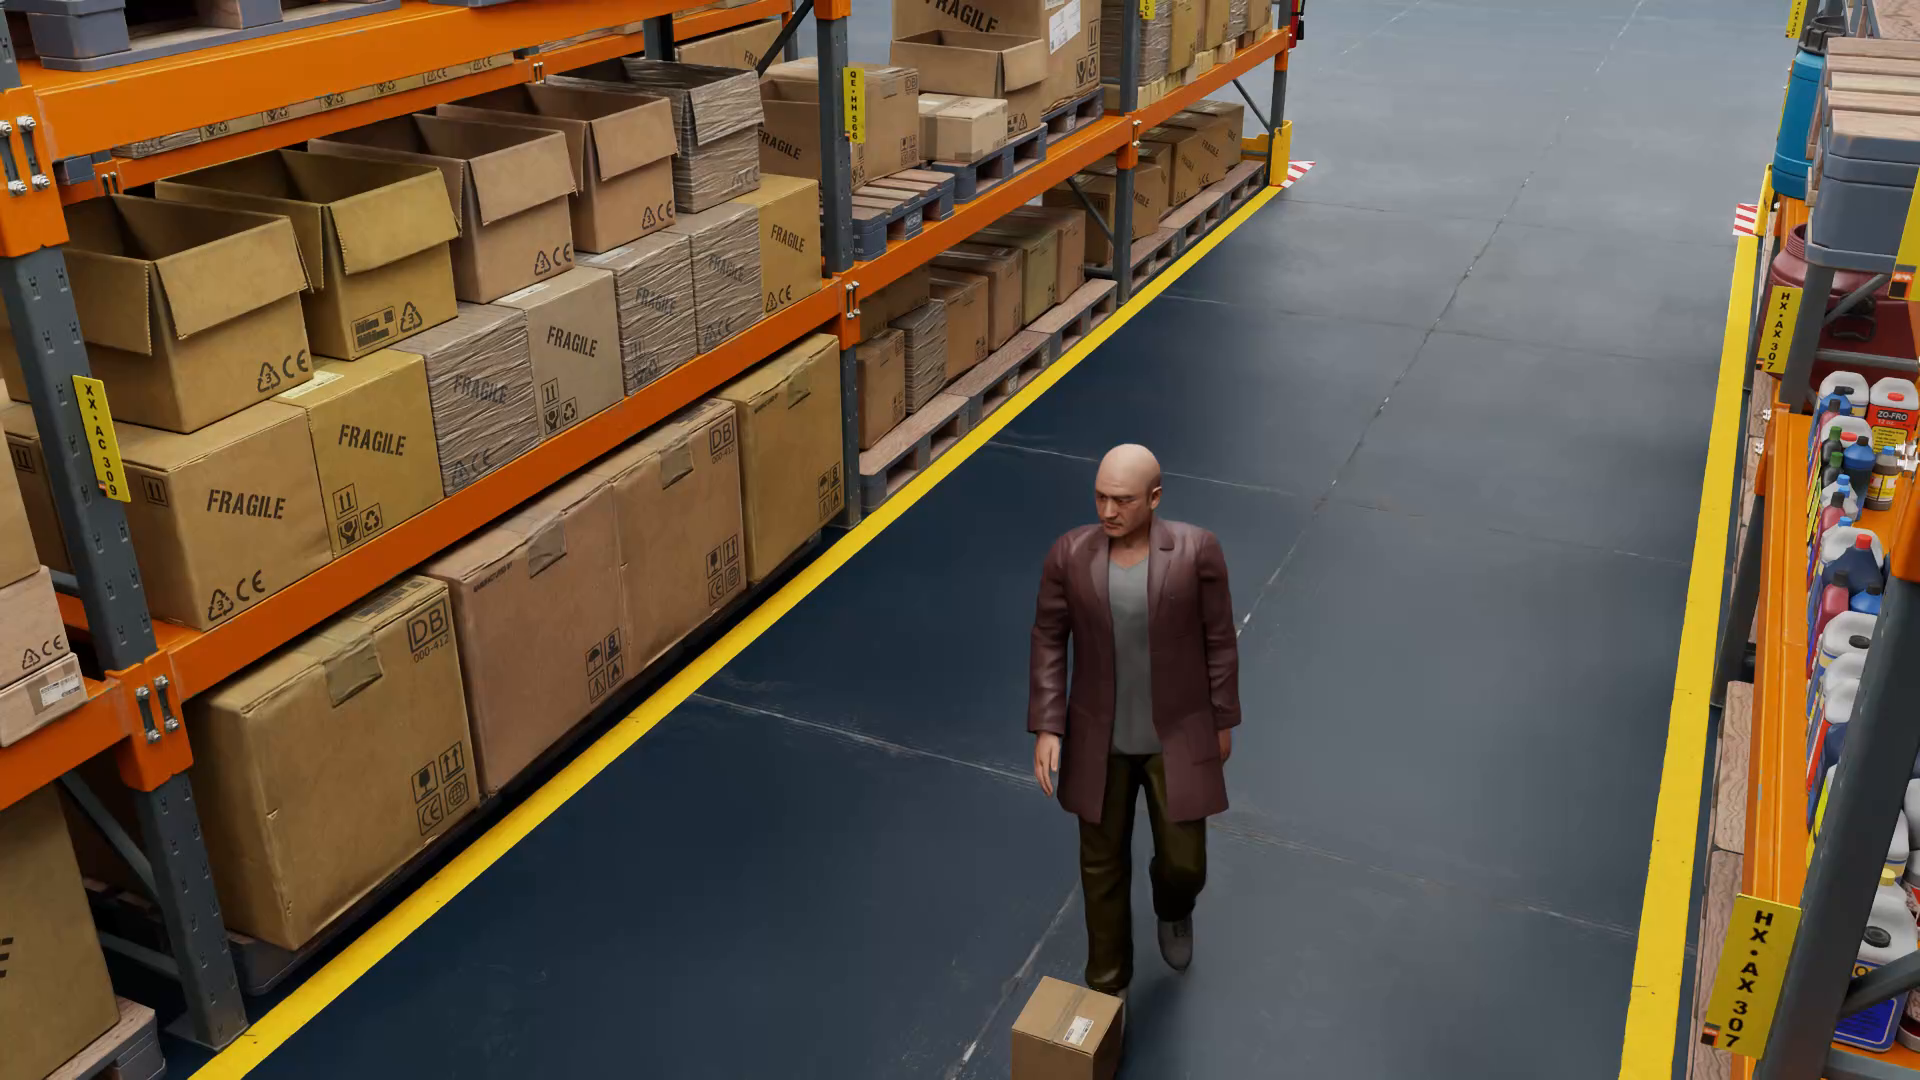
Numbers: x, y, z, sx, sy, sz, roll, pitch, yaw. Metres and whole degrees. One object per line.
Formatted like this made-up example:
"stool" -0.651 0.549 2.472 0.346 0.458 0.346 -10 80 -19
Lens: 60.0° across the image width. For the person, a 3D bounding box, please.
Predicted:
"person" 0.486 0.608 4.850 0.636 1.773 0.694 6 26 12
